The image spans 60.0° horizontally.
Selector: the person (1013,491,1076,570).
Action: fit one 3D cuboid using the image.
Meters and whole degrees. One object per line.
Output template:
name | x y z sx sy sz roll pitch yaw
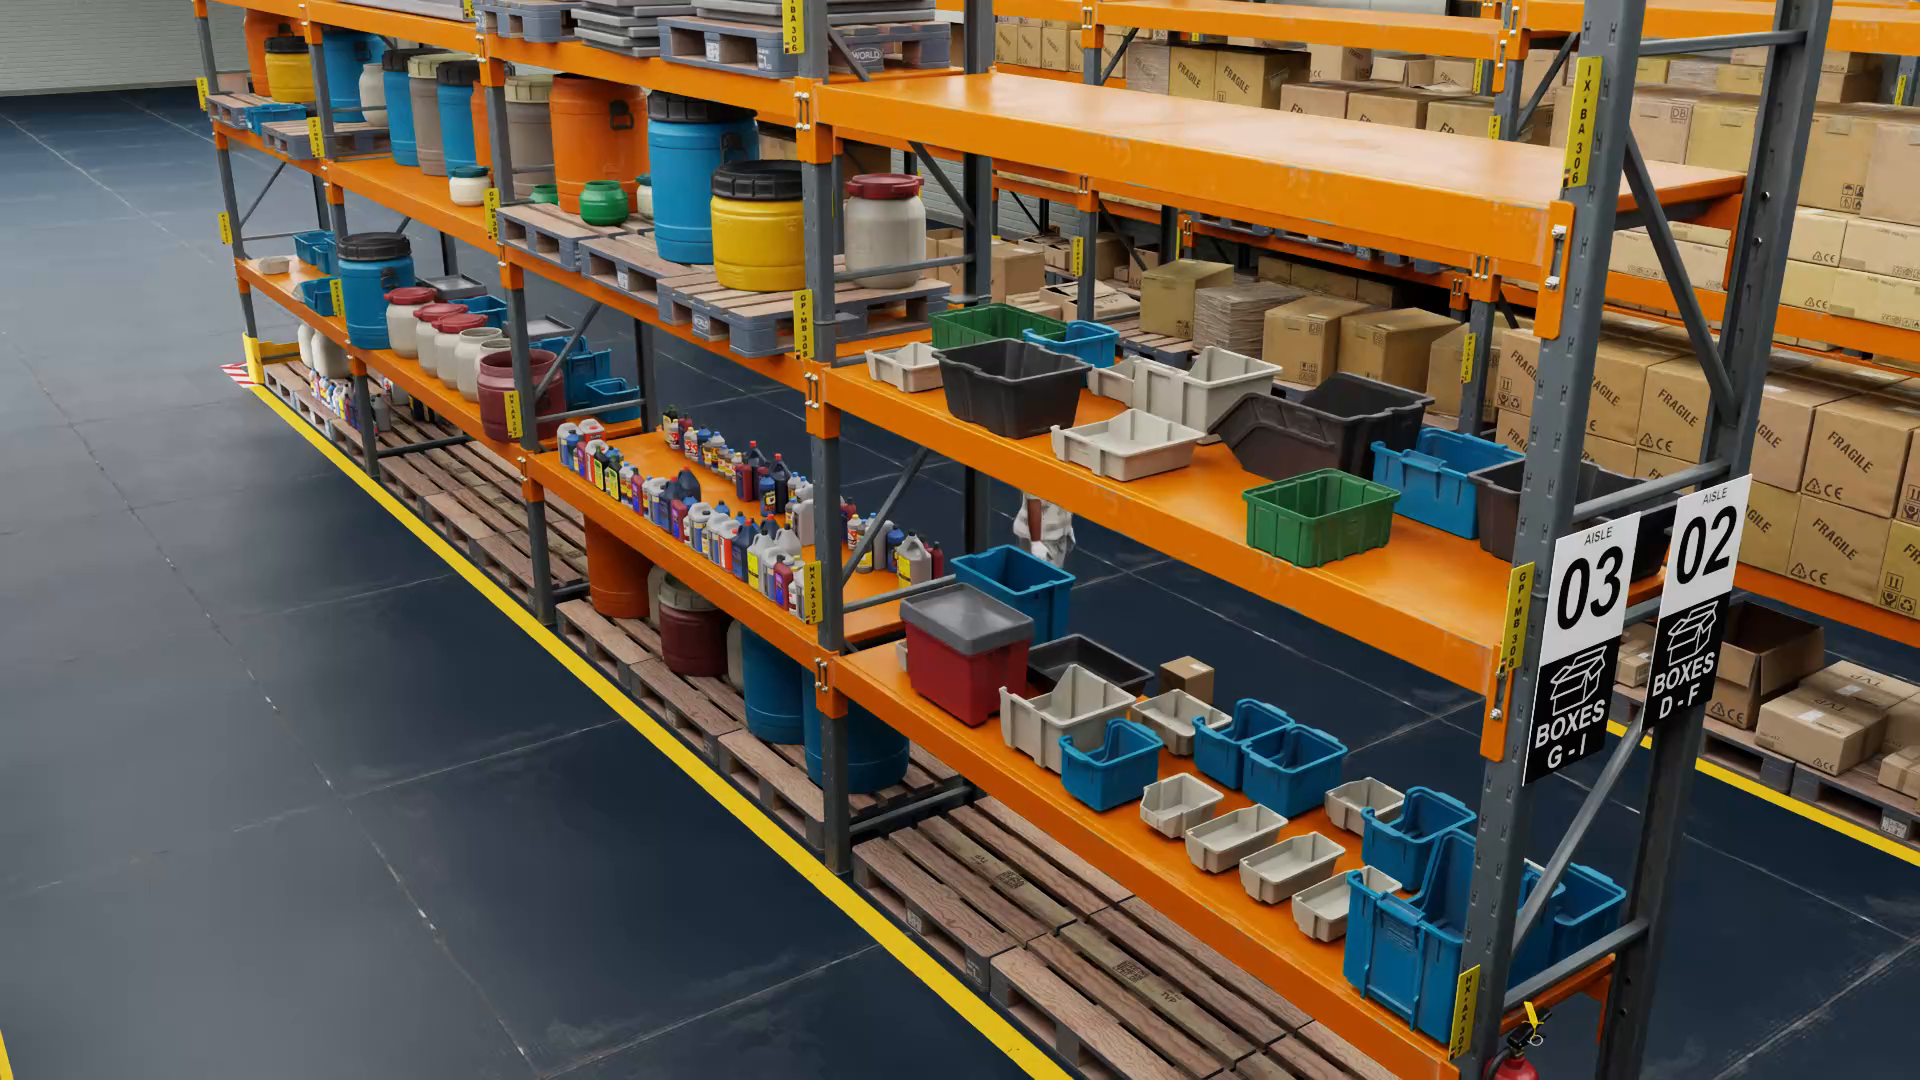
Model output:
person | 0.517 -0.045 11.128 0.553 1.780 0.609 13 25 31
